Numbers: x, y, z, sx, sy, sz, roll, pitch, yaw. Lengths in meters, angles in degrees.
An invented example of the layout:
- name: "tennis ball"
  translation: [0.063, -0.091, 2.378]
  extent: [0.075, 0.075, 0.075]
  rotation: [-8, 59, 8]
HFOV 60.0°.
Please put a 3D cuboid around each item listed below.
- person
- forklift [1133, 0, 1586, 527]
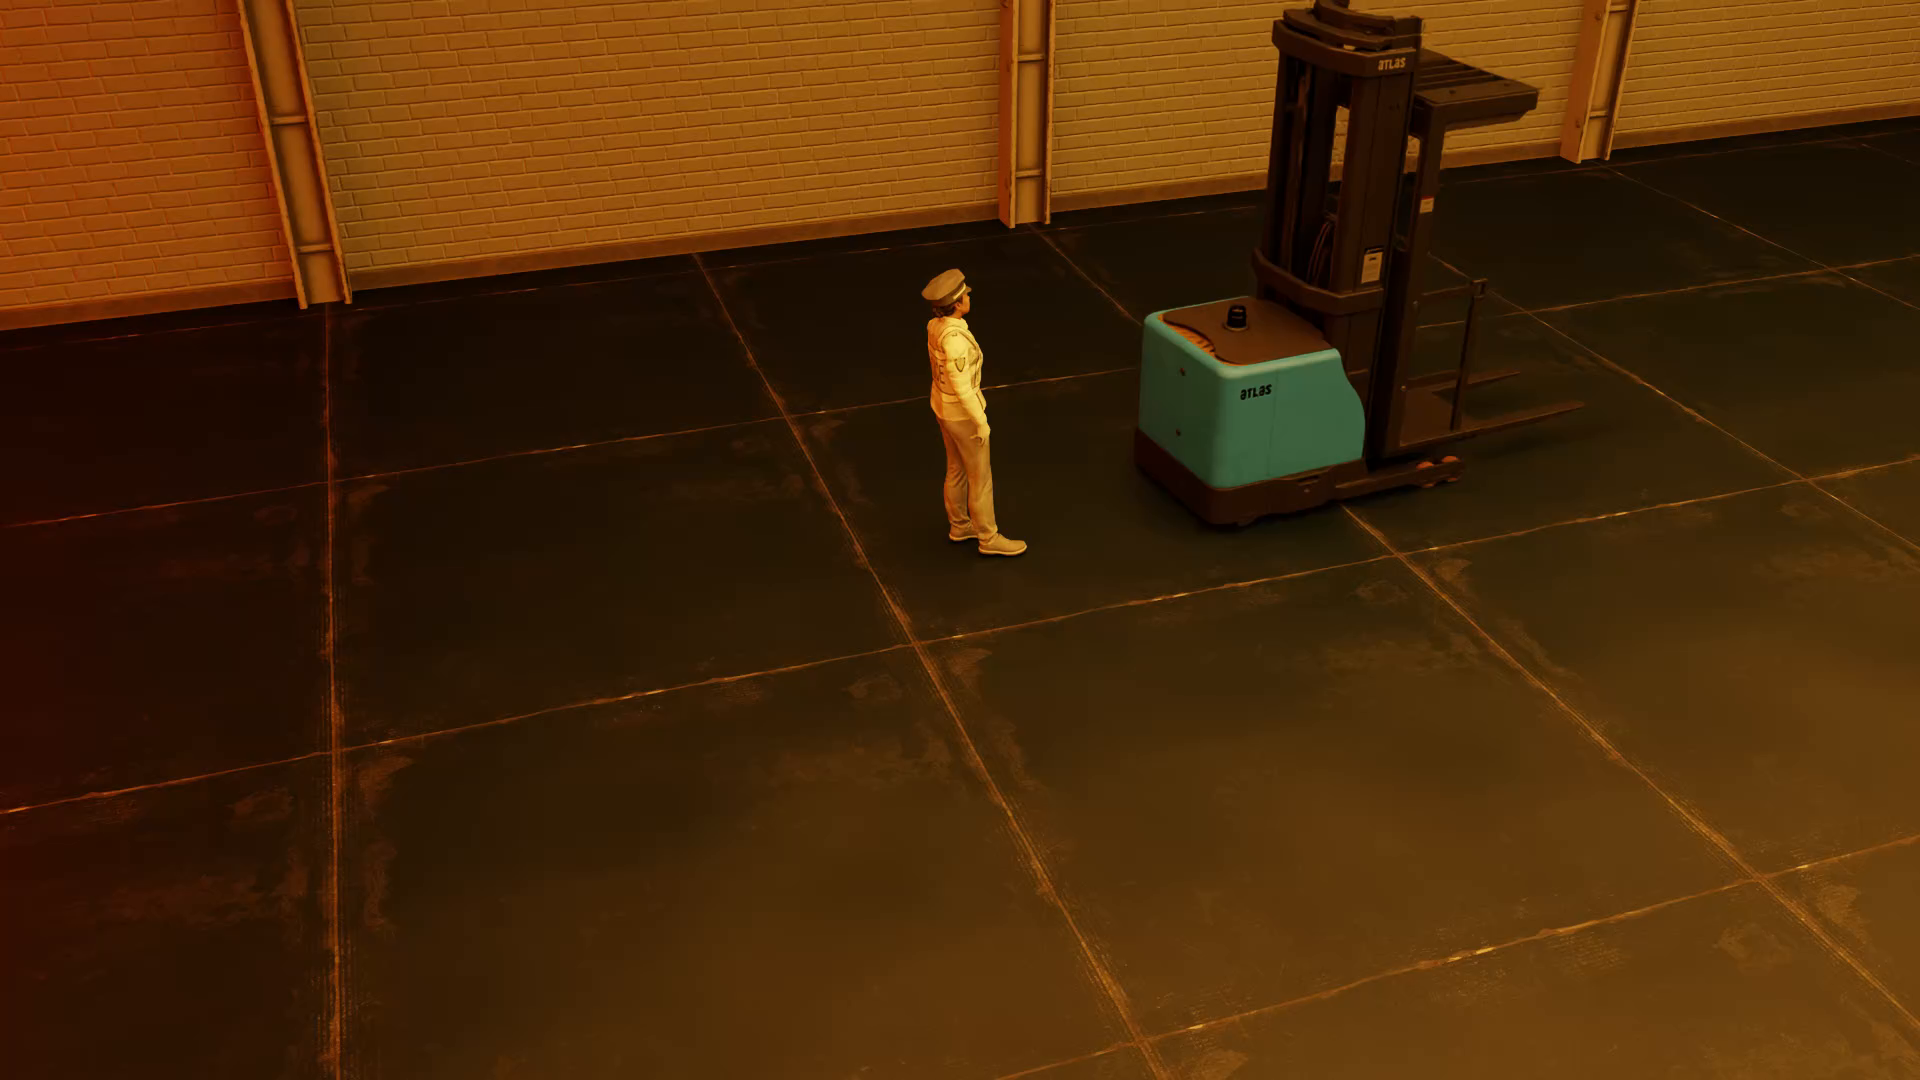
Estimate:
- name: "person"
  translation: [0.066, -0.749, 9.613]
  extent: [0.534, 1.696, 0.587]
  rotation: [-10, 31, -16]
- name: "forklift"
  translation: [2.687, -1.830, 10.268]
  extent: [3.031, 2.935, 1.130]
  rotation: [-13, 32, -21]
